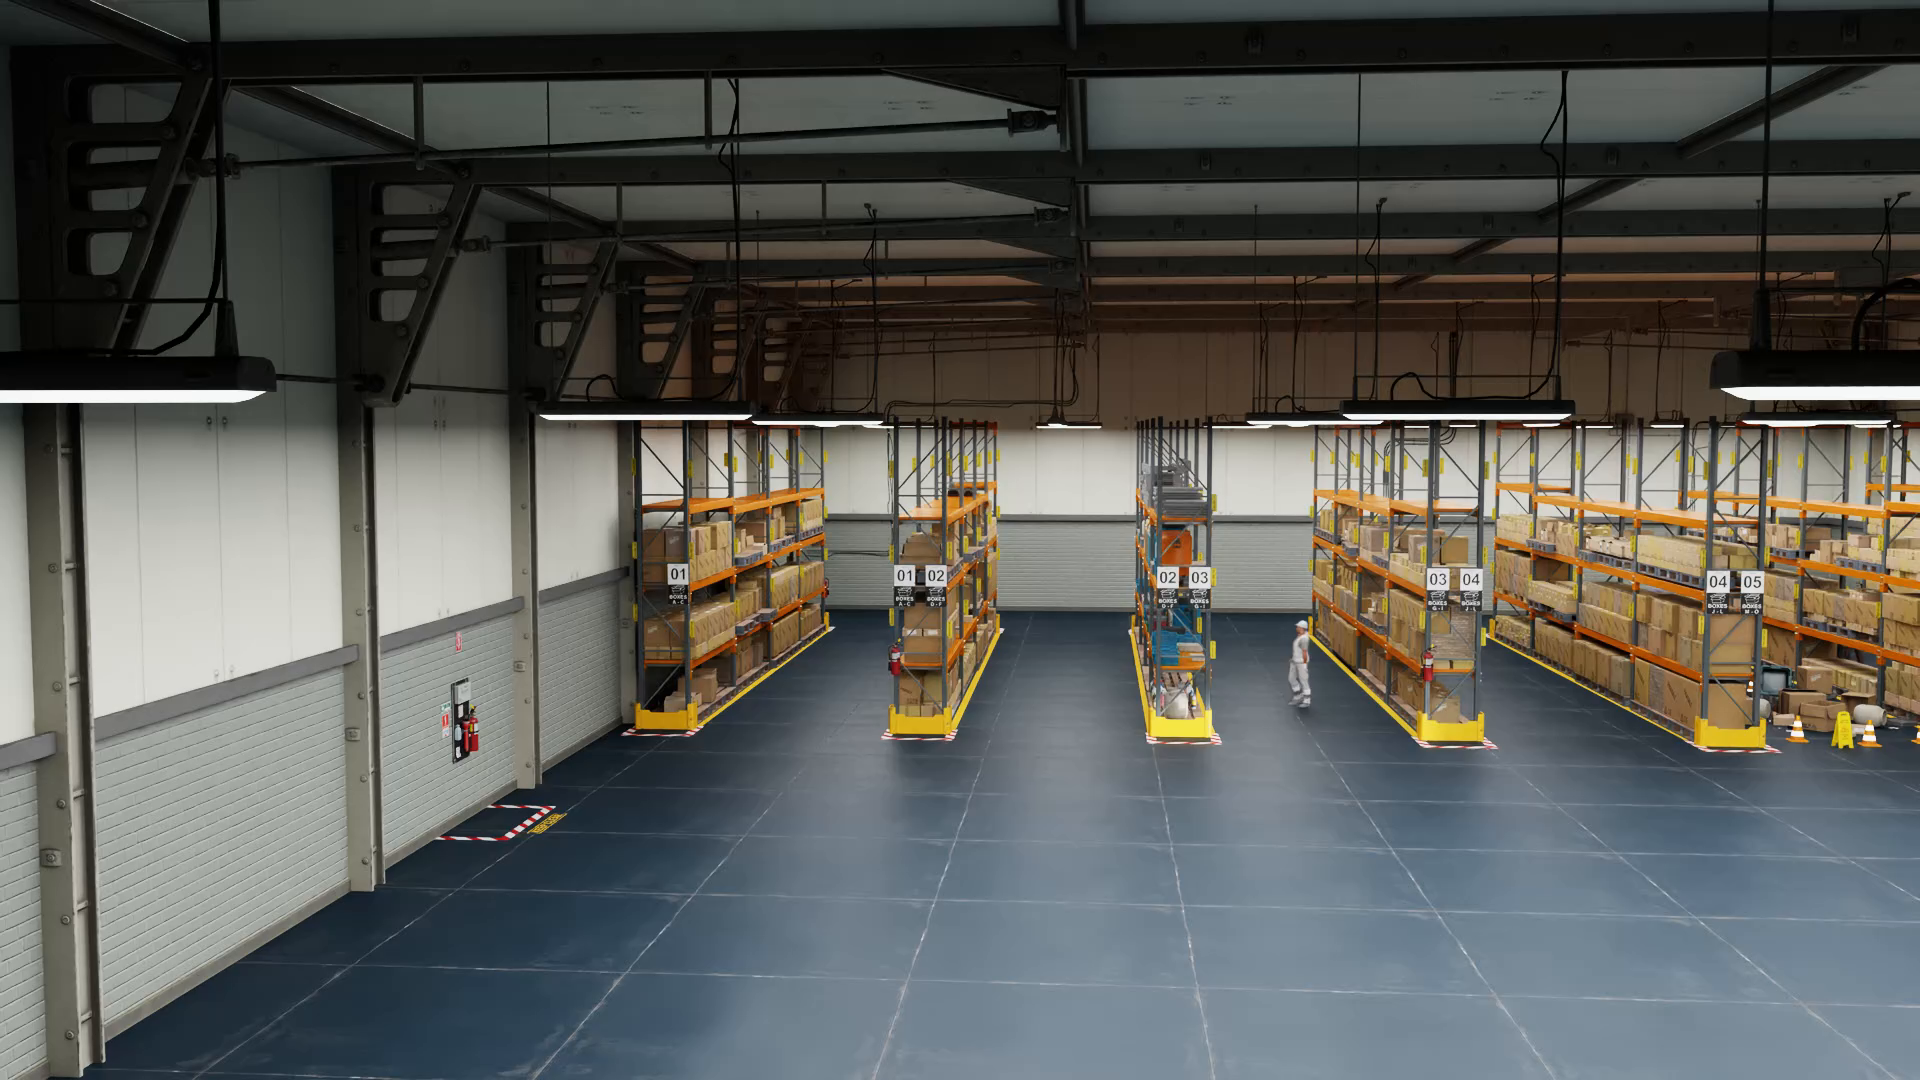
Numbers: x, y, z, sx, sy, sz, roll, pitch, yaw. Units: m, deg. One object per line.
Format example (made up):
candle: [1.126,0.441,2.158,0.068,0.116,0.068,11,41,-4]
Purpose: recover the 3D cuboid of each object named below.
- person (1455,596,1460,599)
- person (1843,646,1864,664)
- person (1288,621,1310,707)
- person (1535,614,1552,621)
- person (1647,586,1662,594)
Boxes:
person: [13.783,1.822,46.344,0.500,1.722,1.047,1,4,17]
person: [21.511,2.244,40.147,0.680,1.712,0.512,4,5,44]
person: [7.053,2.563,34.550,0.362,1.809,0.694,-1,4,-12]
person: [16.453,1.751,47.027,0.883,1.728,0.639,2,4,33]
person: [19.890,1.777,47.750,0.453,1.627,0.526,0,4,1]
